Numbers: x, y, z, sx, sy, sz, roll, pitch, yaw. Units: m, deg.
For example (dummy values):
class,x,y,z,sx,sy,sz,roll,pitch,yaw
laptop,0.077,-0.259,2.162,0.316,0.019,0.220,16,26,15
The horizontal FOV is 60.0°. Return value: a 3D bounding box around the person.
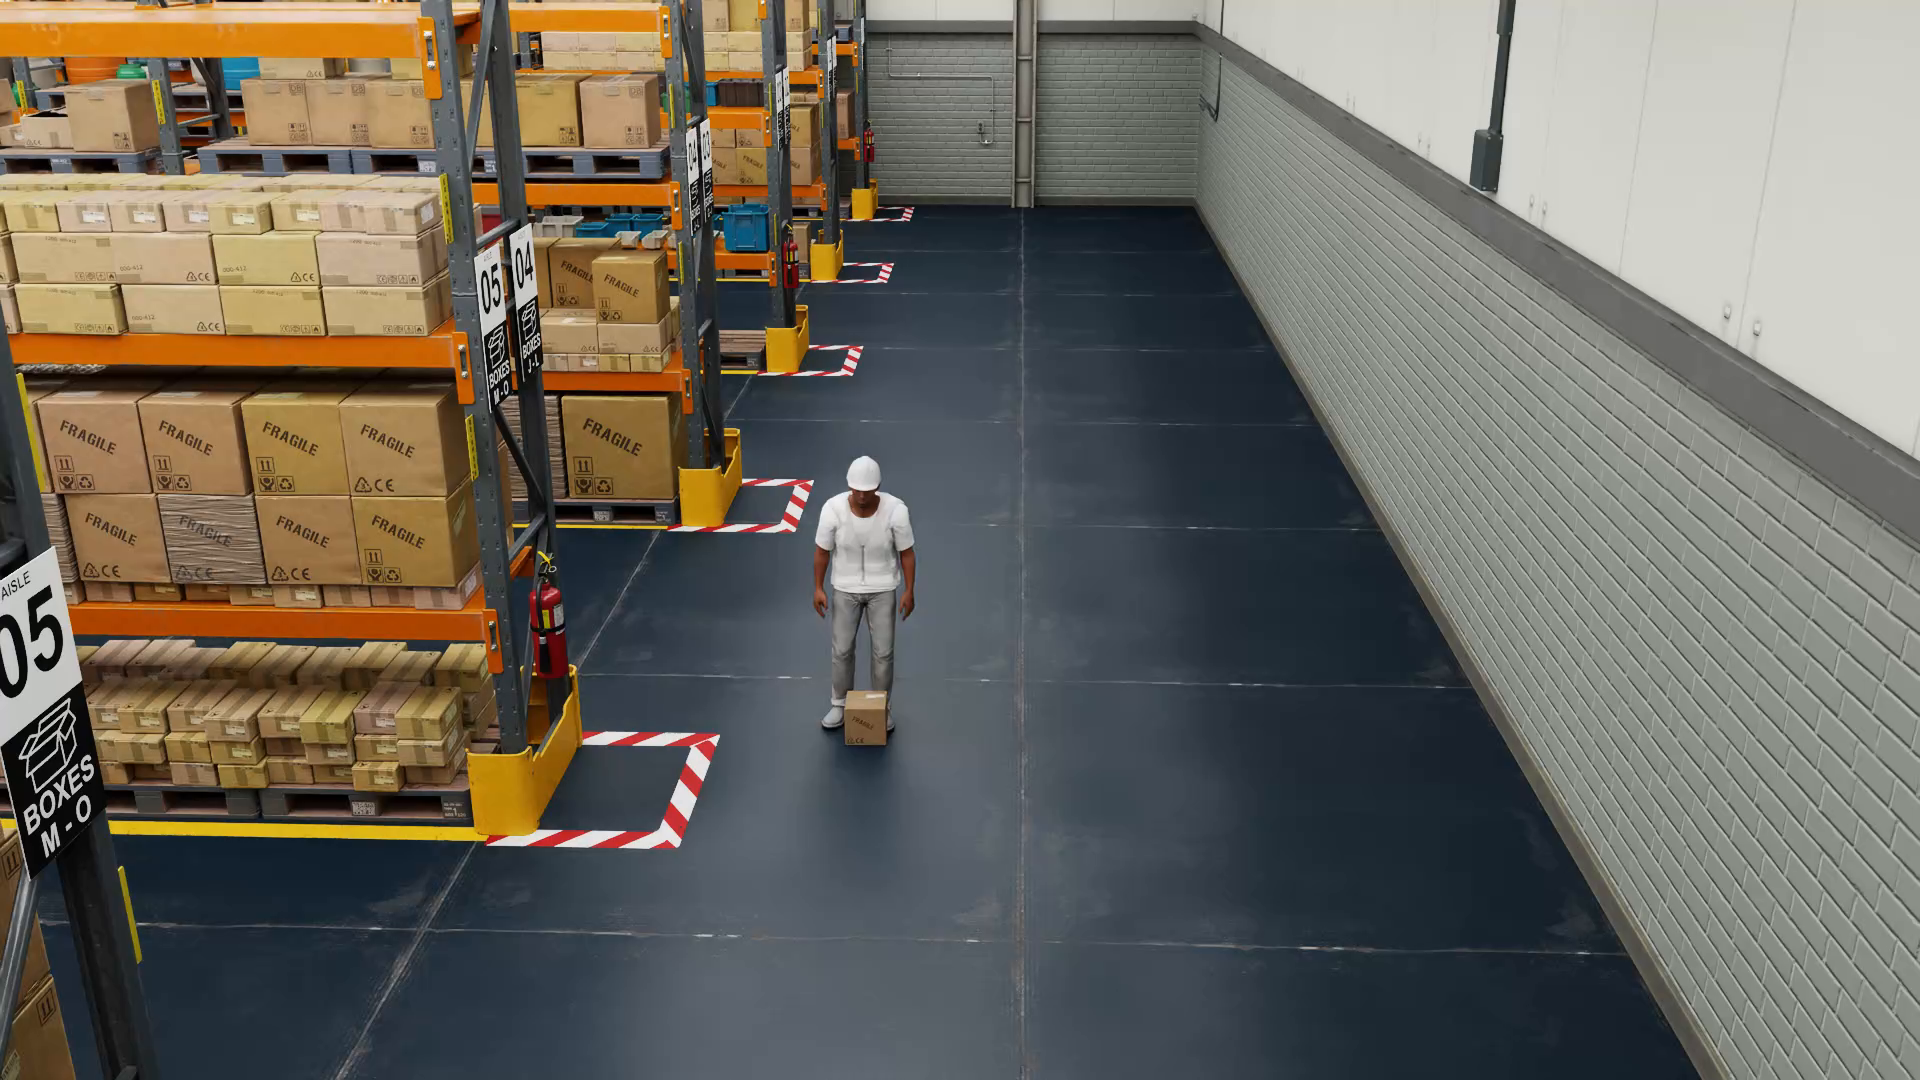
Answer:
class,x,y,z,sx,sy,sz,roll,pitch,yaw
person,-0.588,0.313,10.223,0.628,1.761,0.457,1,21,2
